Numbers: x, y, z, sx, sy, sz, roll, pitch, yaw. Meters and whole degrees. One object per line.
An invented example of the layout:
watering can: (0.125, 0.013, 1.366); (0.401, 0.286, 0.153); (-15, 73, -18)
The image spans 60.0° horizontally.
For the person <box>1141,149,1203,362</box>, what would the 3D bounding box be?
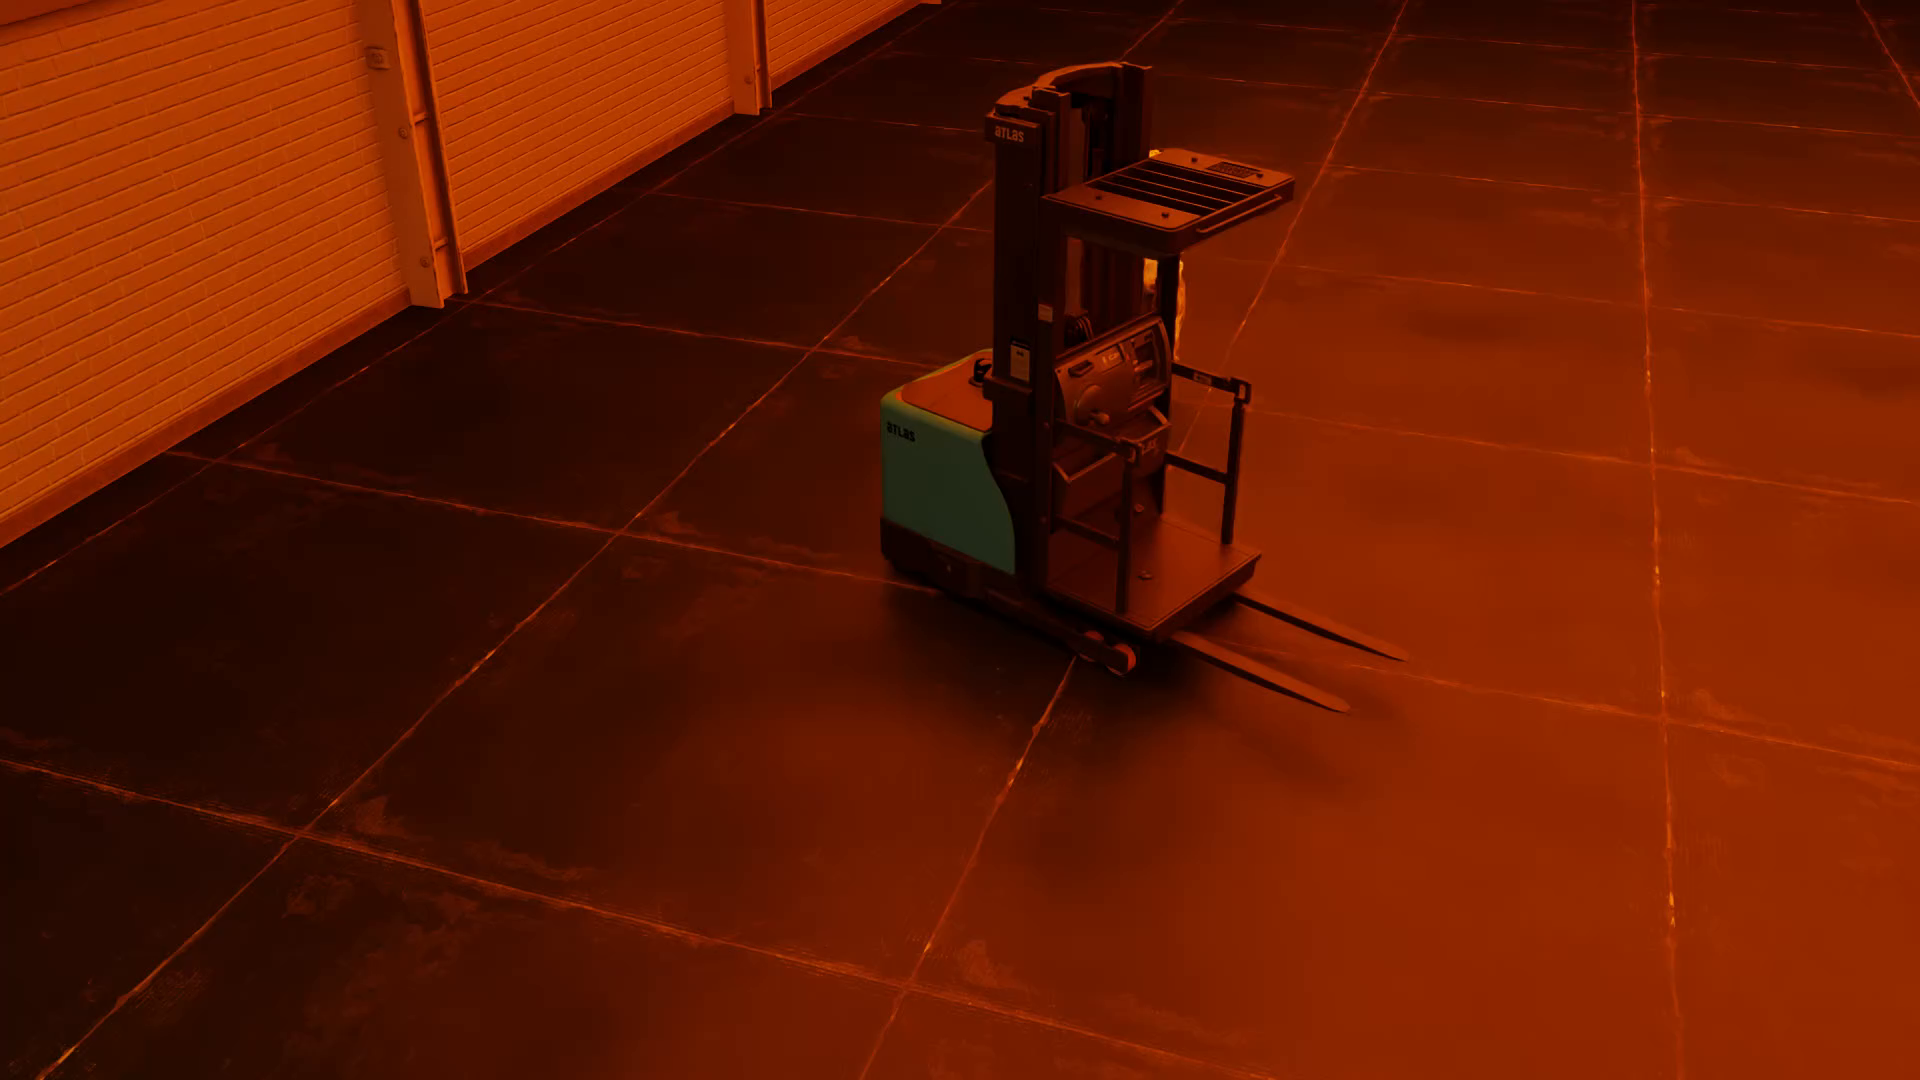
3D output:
person: (1.320, -1.904, 11.692); (0.747, 1.731, 0.583); (7, 30, 12)

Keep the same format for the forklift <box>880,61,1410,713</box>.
forklift: (0.972, -0.851, 8.629); (3.031, 2.935, 1.130); (24, 37, 35)
